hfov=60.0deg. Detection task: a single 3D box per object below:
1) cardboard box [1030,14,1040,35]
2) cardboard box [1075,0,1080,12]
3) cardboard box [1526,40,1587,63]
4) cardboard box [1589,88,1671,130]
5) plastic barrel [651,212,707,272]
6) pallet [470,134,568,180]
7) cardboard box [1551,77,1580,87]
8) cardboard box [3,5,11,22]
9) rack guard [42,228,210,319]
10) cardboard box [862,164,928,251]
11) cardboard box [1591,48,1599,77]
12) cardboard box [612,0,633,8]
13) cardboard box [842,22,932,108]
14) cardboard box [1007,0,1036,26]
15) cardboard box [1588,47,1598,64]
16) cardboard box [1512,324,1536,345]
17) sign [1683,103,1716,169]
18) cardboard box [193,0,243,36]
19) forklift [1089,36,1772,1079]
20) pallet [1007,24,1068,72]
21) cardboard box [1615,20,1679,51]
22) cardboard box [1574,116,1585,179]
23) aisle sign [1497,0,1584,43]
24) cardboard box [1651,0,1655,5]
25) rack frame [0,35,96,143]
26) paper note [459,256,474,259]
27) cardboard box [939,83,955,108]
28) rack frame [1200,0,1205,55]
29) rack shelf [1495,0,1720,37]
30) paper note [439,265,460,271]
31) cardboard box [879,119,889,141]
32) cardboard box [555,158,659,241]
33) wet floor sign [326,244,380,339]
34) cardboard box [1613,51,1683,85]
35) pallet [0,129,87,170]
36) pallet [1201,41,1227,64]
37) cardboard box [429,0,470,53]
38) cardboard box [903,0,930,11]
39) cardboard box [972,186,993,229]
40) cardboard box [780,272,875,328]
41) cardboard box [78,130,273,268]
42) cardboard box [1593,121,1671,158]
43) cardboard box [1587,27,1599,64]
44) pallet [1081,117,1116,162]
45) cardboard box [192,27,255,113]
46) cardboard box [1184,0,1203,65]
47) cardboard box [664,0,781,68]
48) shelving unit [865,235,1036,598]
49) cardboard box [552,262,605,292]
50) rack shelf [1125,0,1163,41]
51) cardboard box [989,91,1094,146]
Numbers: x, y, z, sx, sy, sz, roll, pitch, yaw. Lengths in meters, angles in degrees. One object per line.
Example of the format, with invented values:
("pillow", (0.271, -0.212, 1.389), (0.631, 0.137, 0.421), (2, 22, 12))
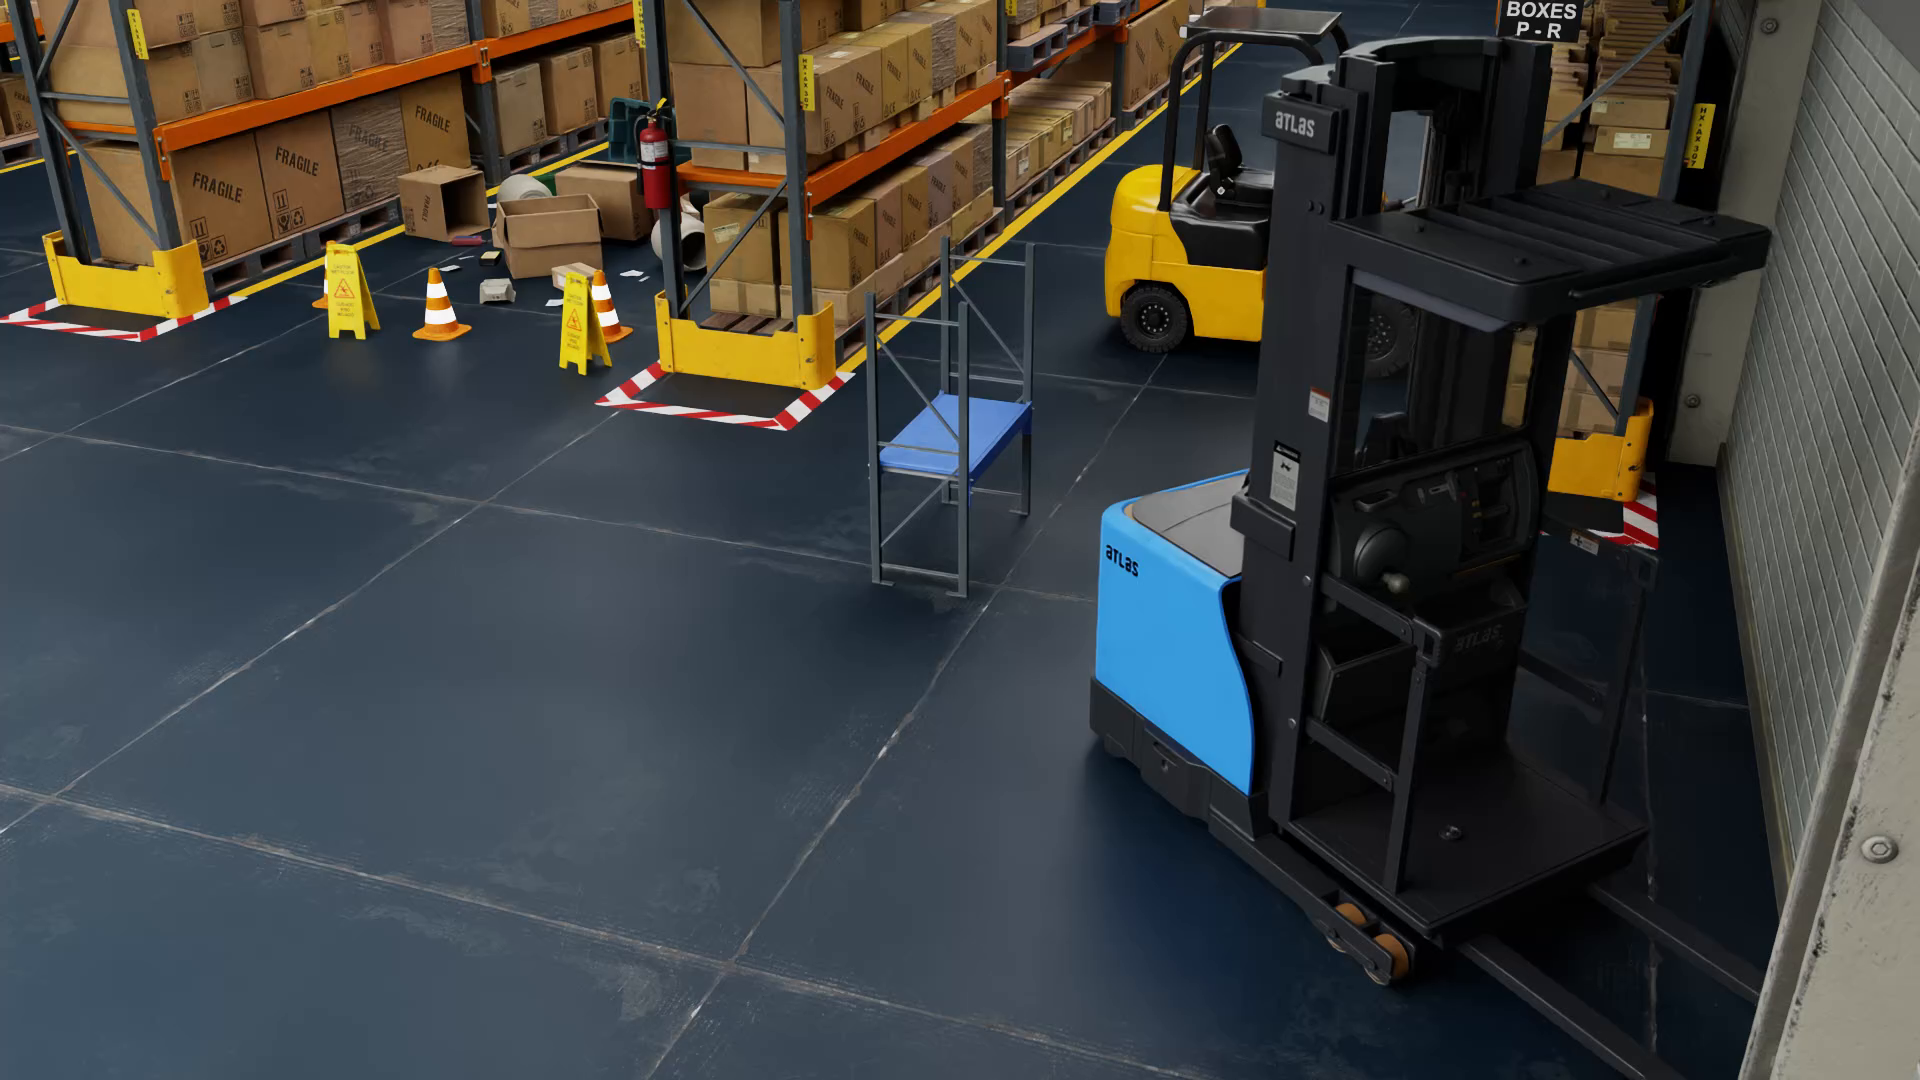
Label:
("cardboard box", (0.469, -4.438, 14.280), (0.380, 0.149, 0.250), (9, 27, 18))
("cardboard box", (0.898, -4.982, 15.404), (0.380, 0.149, 0.250), (8, 27, 16))
("cardboard box", (3.672, -2.997, 10.298), (0.380, 0.149, 0.250), (9, 27, 18))
("cardboard box", (3.560, -2.295, 8.848), (0.380, 0.149, 0.250), (8, 27, 16))
("plastic barrel", (-2.176, -2.344, 13.106), (0.421, 0.421, 0.512), (-14, 29, -27))
("pallet", (-4.620, -3.829, 16.415), (1.003, 0.211, 1.213), (9, 27, 17))
("cardboard box", (3.220, -2.472, 9.213), (0.380, 0.149, 0.250), (9, 27, 18))
("cardboard box", (-9.336, -5.171, 16.276), (0.380, 0.149, 0.250), (9, 27, 17))
("rack guard", (-6.145, -1.977, 12.259), (1.175, 0.500, 0.348), (9, 27, 17))
("cardboard box", (-0.555, -2.446, 12.173), (0.500, 0.500, 0.500), (9, 27, 18))
("cardboard box", (4.346, -3.112, 10.877), (0.380, 0.149, 0.250), (10, 27, 19))
("cardboard box", (-3.705, -5.810, 17.193), (0.500, 0.500, 0.500), (8, 27, 17))
("cardboard box", (-0.517, -3.402, 11.878), (0.500, 0.500, 0.500), (8, 27, 16))
("cardboard box", (0.322, -4.598, 13.867), (0.500, 0.500, 0.500), (9, 27, 19))
("cardboard box", (4.683, -3.182, 11.766), (0.500, 0.500, 0.500), (9, 27, 17))
("cardboard box", (3.105, -1.353, 9.629), (0.500, 0.250, 0.500), (10, 27, 19))
("sign", (3.768, -2.060, 8.477), (0.100, 0.325, 0.005), (9, 27, 17))
("cardboard box", (-5.881, -4.052, 12.265), (0.875, 0.550, 0.550), (9, 27, 17))
("forklift", (1.727, -0.044, 5.478), (1.130, 2.935, 3.031), (-15, 29, -27))
("pallet", (0.287, -4.286, 14.380), (1.003, 0.211, 1.213), (9, 27, 17))
("cardboard box", (4.534, -3.337, 11.000), (0.380, 0.149, 0.250), (8, 27, 16))
("cardboard box", (3.825, -2.143, 9.619), (0.500, 0.500, 0.500), (10, 27, 19))
("aisle sign", (2.948, -2.903, 8.320), (0.394, 0.787, 0.004), (9, 27, 17))
("cardboard box", (5.292, -4.223, 13.171), (0.380, 0.149, 0.250), (9, 27, 17))
("rack frame", (-9.450, -5.516, 16.701), (1.000, 3.000, 0.127), (9, 27, 17))
("paper note", (-3.997, -2.288, 13.464), (0.123, 0.001, 0.032), (-20, 33, -36))
("cardboard box", (-0.259, -3.372, 12.561), (0.380, 0.149, 0.250), (8, 27, 17))
("rack frame", (2.558, -7.367, 20.523), (1.000, 3.000, 0.127), (9, 27, 17))
("rack shelf", (3.912, -3.565, 10.055), (1.077, 0.370, 4.000), (9, 27, 17))
("paper note", (-4.028, -2.156, 13.169), (0.144, 0.017, 0.142), (20, 32, 35))
("cardboard box", (-0.710, -2.844, 11.470), (0.380, 0.149, 0.250), (9, 27, 19))
("cardboard box", (-2.935, -2.848, 13.898), (0.797, 0.637, 0.503), (9, 27, 17))
("wet floor sign", (-4.280, -1.753, 11.631), (0.267, 0.644, 0.232), (4, 26, 8))
("cardboard box", (4.094, -2.813, 9.918), (0.380, 0.149, 0.250), (8, 27, 16))
("pallet", (-9.640, -3.980, 16.728), (1.003, 0.211, 1.213), (9, 27, 17))
("pallet", (2.884, -6.413, 21.753), (1.003, 0.211, 1.213), (9, 27, 17))
("cardboard box", (-4.918, -4.670, 14.781), (0.875, 0.550, 0.550), (9, 27, 17))
("cardboard box", (-0.646, -4.352, 12.693), (0.700, 0.500, 0.500), (9, 27, 18))
("cardboard box", (-0.048, -2.749, 13.659), (0.500, 0.250, 0.500), (10, 28, 20))
("cardboard box", (-0.906, -1.678, 11.448), (0.500, 0.250, 0.500), (9, 27, 17))
("cardboard box", (-5.974, -2.633, 12.702), (0.875, 0.875, 0.875), (9, 27, 18))
("cardboard box", (3.604, -2.156, 8.902), (0.380, 0.149, 0.250), (8, 27, 16))
("cardboard box", (4.988, -3.690, 12.527), (0.500, 0.250, 0.500), (8, 27, 17))
("pallet", (0.965, -4.147, 17.073), (1.003, 0.211, 1.213), (9, 27, 17))
("cardboard box", (-5.894, -3.568, 12.504), (0.875, 0.550, 0.550), (9, 27, 17))
("cardboard box", (2.427, -6.333, 20.345), (0.875, 0.875, 0.875), (10, 27, 19))
("cardboard box", (-1.472, -3.306, 10.533), (0.700, 0.500, 0.500), (8, 27, 16))
("shelving unit", (-0.028, -0.640, 8.351), (0.538, 1.500, 1.048), (9, 27, 17))
("cardboard box", (-2.905, -1.984, 12.676), (0.250, 0.149, 0.380), (-20, 33, -36))
("rack shelf", (1.892, -6.221, 18.983), (1.077, 0.370, 4.000), (9, 27, 17))
("cardboard box", (0.791, -4.194, 16.504), (0.950, 0.372, 0.625), (8, 27, 16))
